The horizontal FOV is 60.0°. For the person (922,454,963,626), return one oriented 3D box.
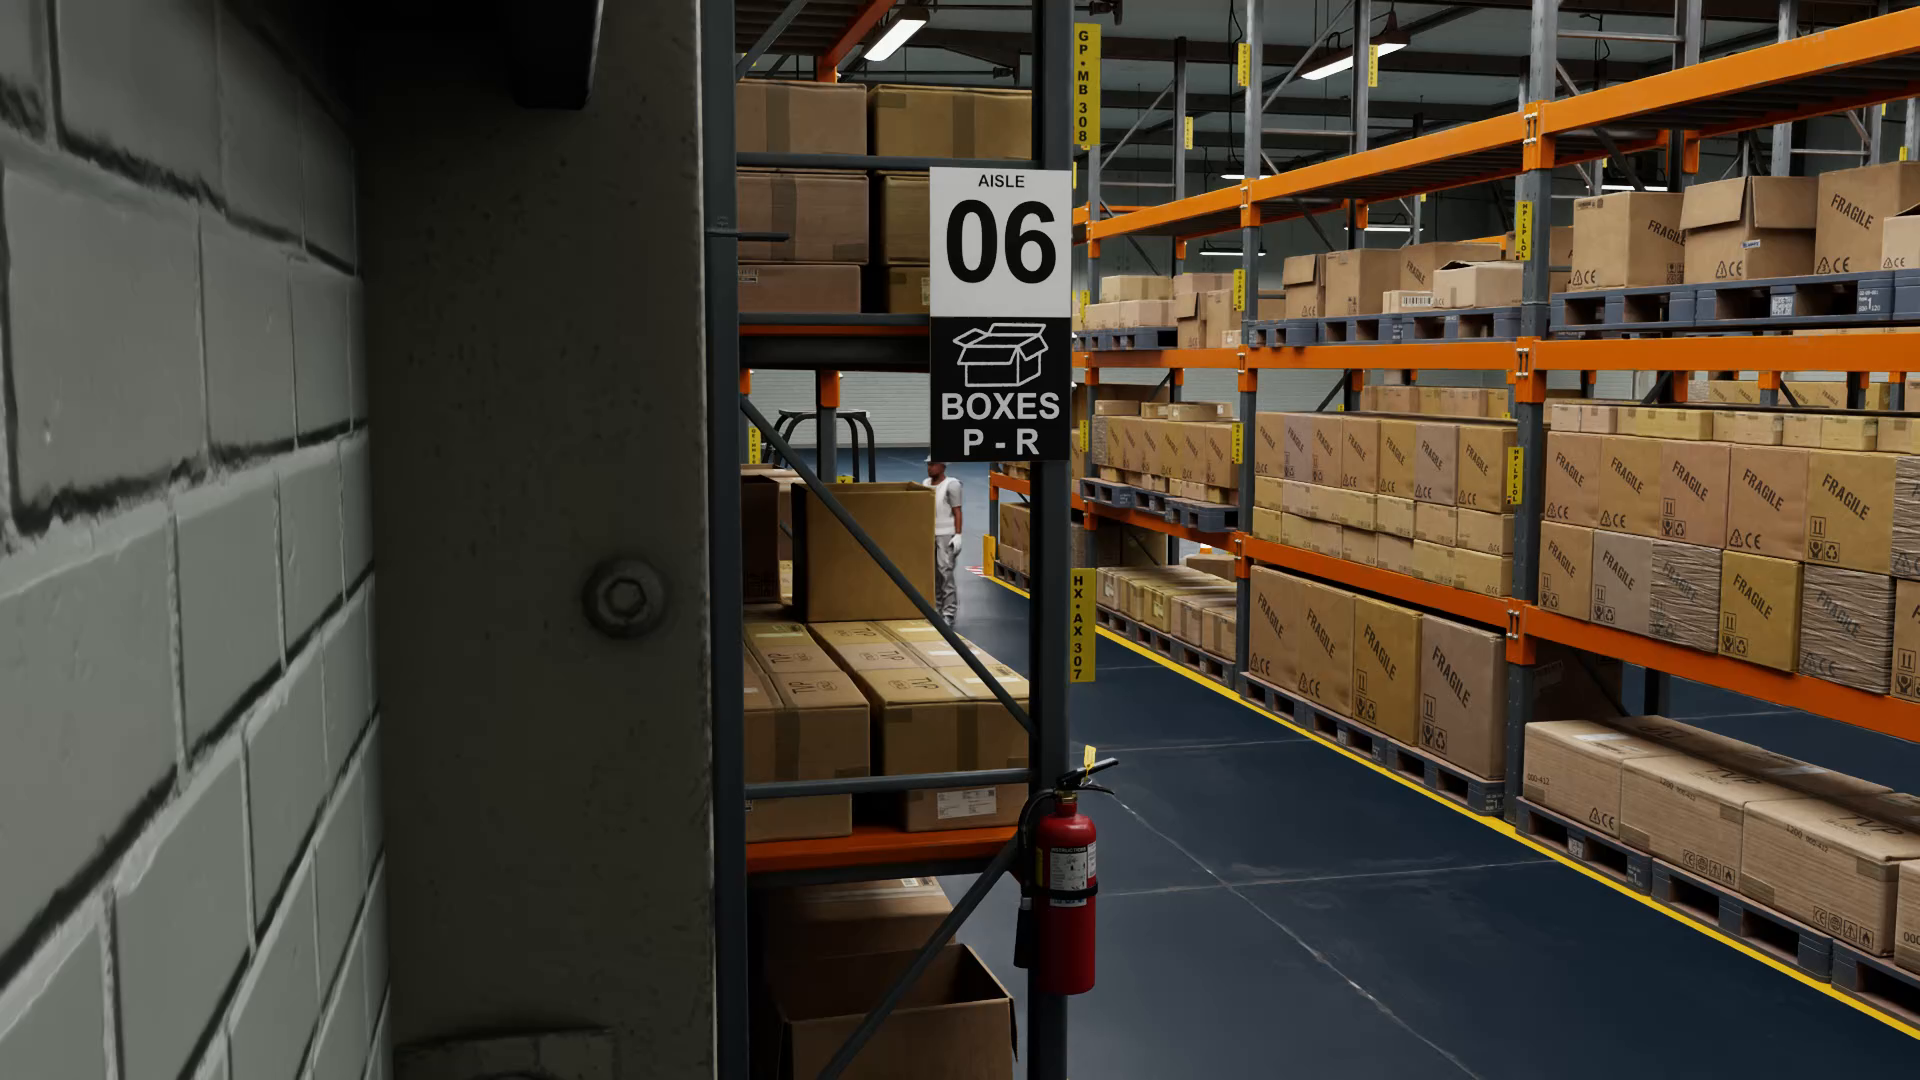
[{"bbox_3d":[-0.250,-0.030,17.094,0.663,1.778,0.579,6,8,45],"label":"person"}]
